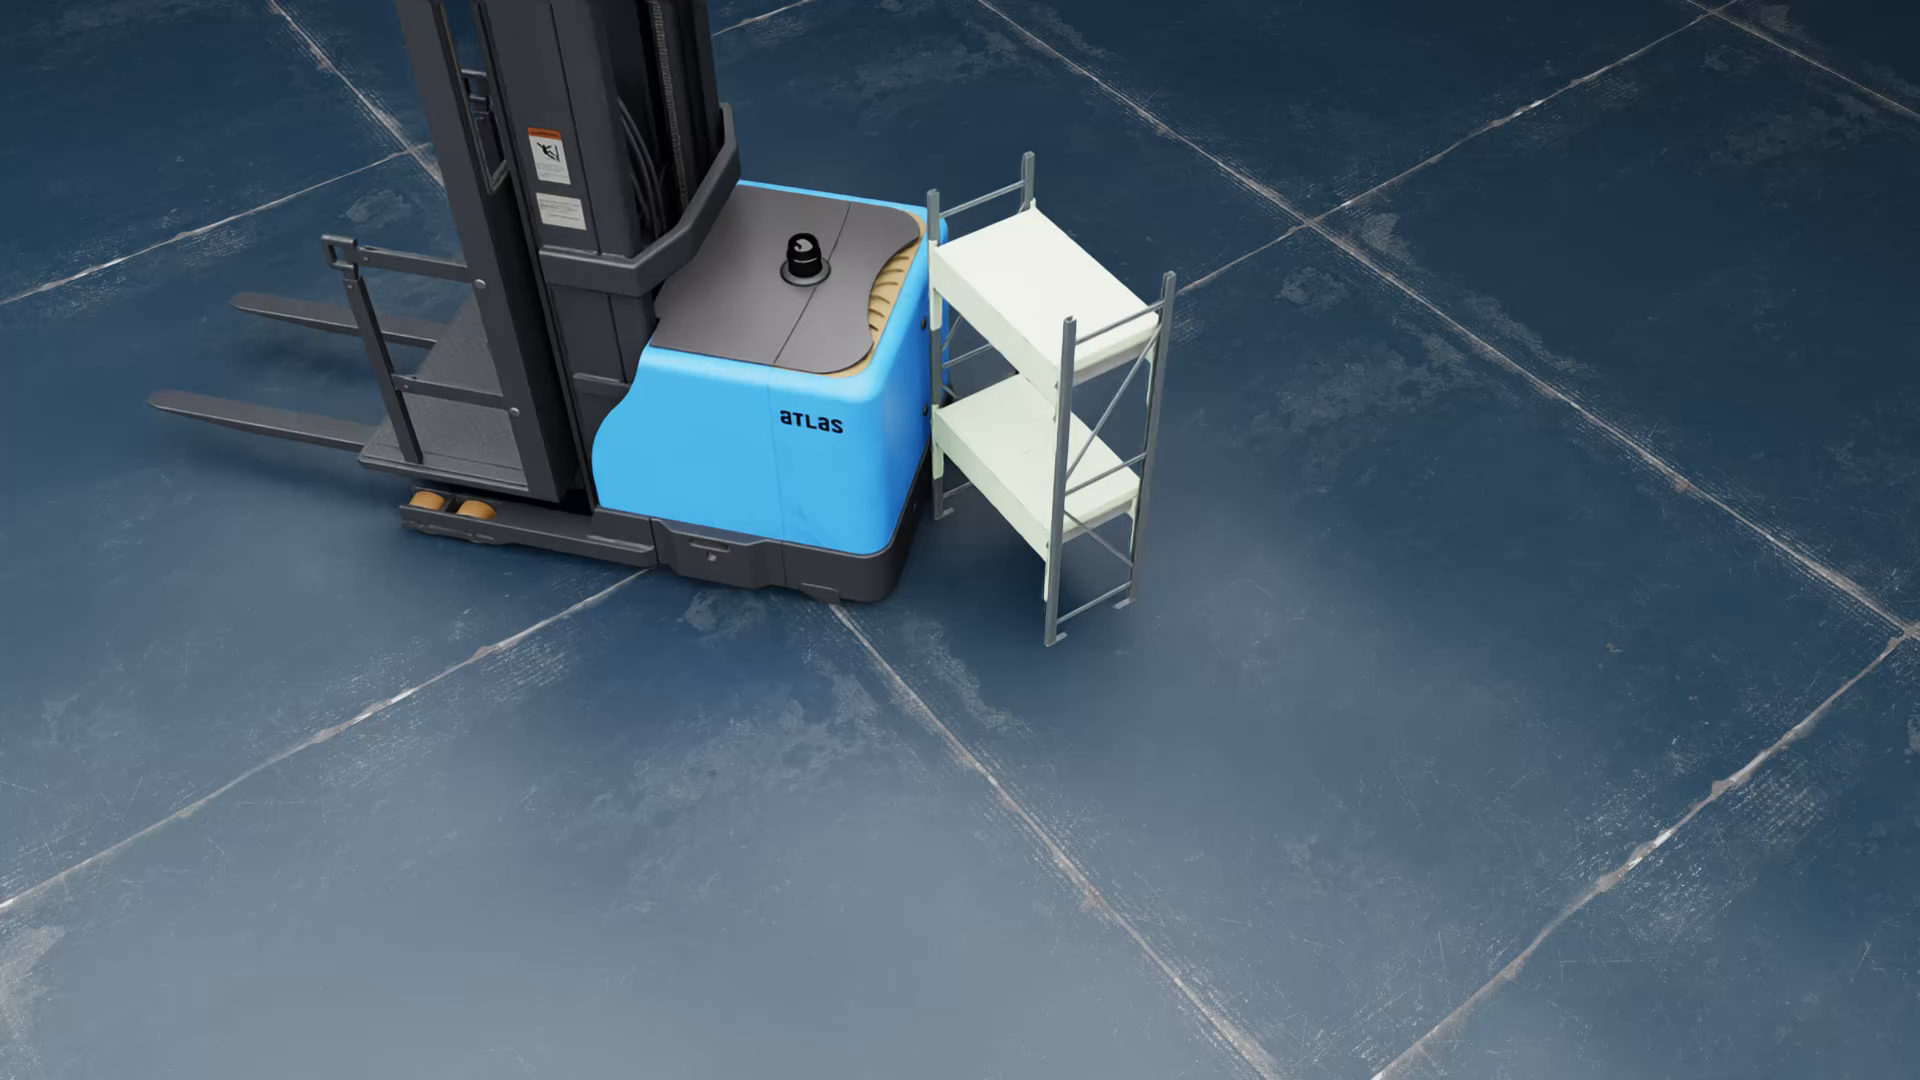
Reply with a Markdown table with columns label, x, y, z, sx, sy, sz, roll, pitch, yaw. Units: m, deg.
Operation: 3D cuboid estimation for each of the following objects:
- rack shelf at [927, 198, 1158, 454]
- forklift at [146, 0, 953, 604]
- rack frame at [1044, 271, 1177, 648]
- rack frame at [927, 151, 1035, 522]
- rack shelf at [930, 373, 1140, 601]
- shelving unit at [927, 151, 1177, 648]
| label | x | y | z | sx | sy | sz | roll | pitch | yaw |
| --- | --- | --- | --- | --- | --- | --- | --- | --- | --- |
| rack shelf | 0.269 | -0.698 | 5.344 | 0.431 | 0.370 | 0.720 | -26 | 53 | -22 |
| forklift | -1.602 | -1.342 | 5.488 | 3.031 | 2.935 | 1.130 | 10 | 49 | 9 |
| rack frame | 0.471 | -0.210 | 5.428 | 0.400 | 1.500 | 0.023 | -26 | 53 | -22 |
| rack frame | 0.068 | -0.662 | 5.838 | 0.400 | 1.500 | 0.023 | -26 | 53 | -22 |
| rack shelf | 0.269 | -0.217 | 5.874 | 0.431 | 0.370 | 0.720 | -26 | 53 | -22 |
| shelving unit | 0.269 | -0.436 | 5.633 | 0.431 | 1.500 | 0.755 | -26 | 53 | -22 |
